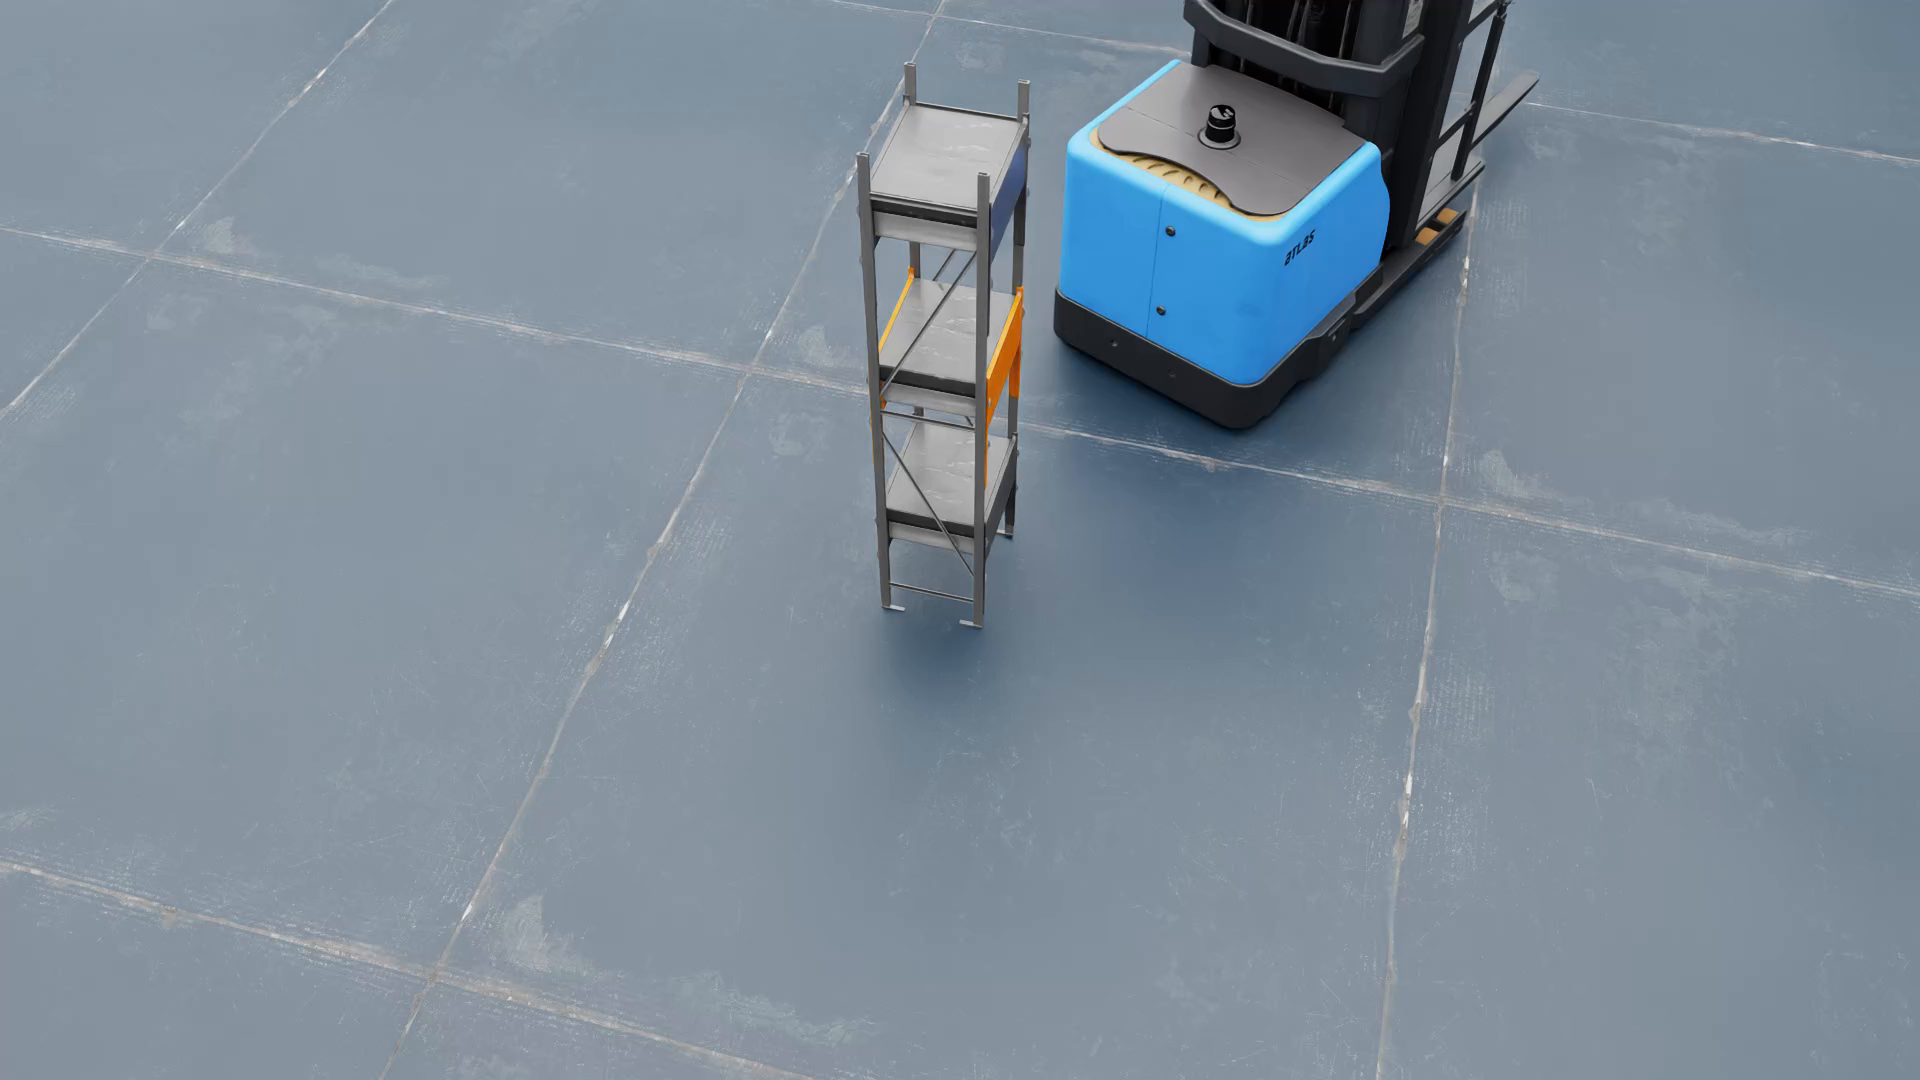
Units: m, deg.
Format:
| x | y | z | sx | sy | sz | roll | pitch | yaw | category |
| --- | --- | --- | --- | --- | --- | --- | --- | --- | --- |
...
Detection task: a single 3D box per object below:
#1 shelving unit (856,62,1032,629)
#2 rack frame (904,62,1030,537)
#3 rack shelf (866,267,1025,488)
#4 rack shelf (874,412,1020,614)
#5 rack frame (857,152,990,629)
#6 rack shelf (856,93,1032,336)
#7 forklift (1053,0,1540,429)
| x | y | z | sx | sy | sz | roll | pitch | yaw | category |
| --- | --- | --- | --- | --- | --- | --- | --- | --- | --- |
| -0.044 | -0.575 | 5.776 | 0.431 | 2.100 | 0.503 | 12 | 50 | 10 | shelving unit |
| 0.021 | -0.752 | 5.932 | 0.400 | 2.100 | 0.015 | 12 | 50 | 10 | rack frame |
| -0.044 | -0.566 | 5.786 | 0.431 | 0.518 | 0.480 | 12 | 50 | 10 | rack shelf |
| -0.044 | -0.103 | 6.311 | 0.431 | 0.518 | 0.480 | 12 | 50 | 10 | rack shelf |
| -0.108 | -0.399 | 5.620 | 0.400 | 2.100 | 0.015 | 12 | 50 | 10 | rack frame |
| -0.044 | -1.029 | 5.261 | 0.431 | 0.518 | 0.480 | 12 | 50 | 10 | rack shelf |
| 1.738 | -2.483 | 6.906 | 1.130 | 2.935 | 3.031 | 32 | 56 | 25 | forklift |
